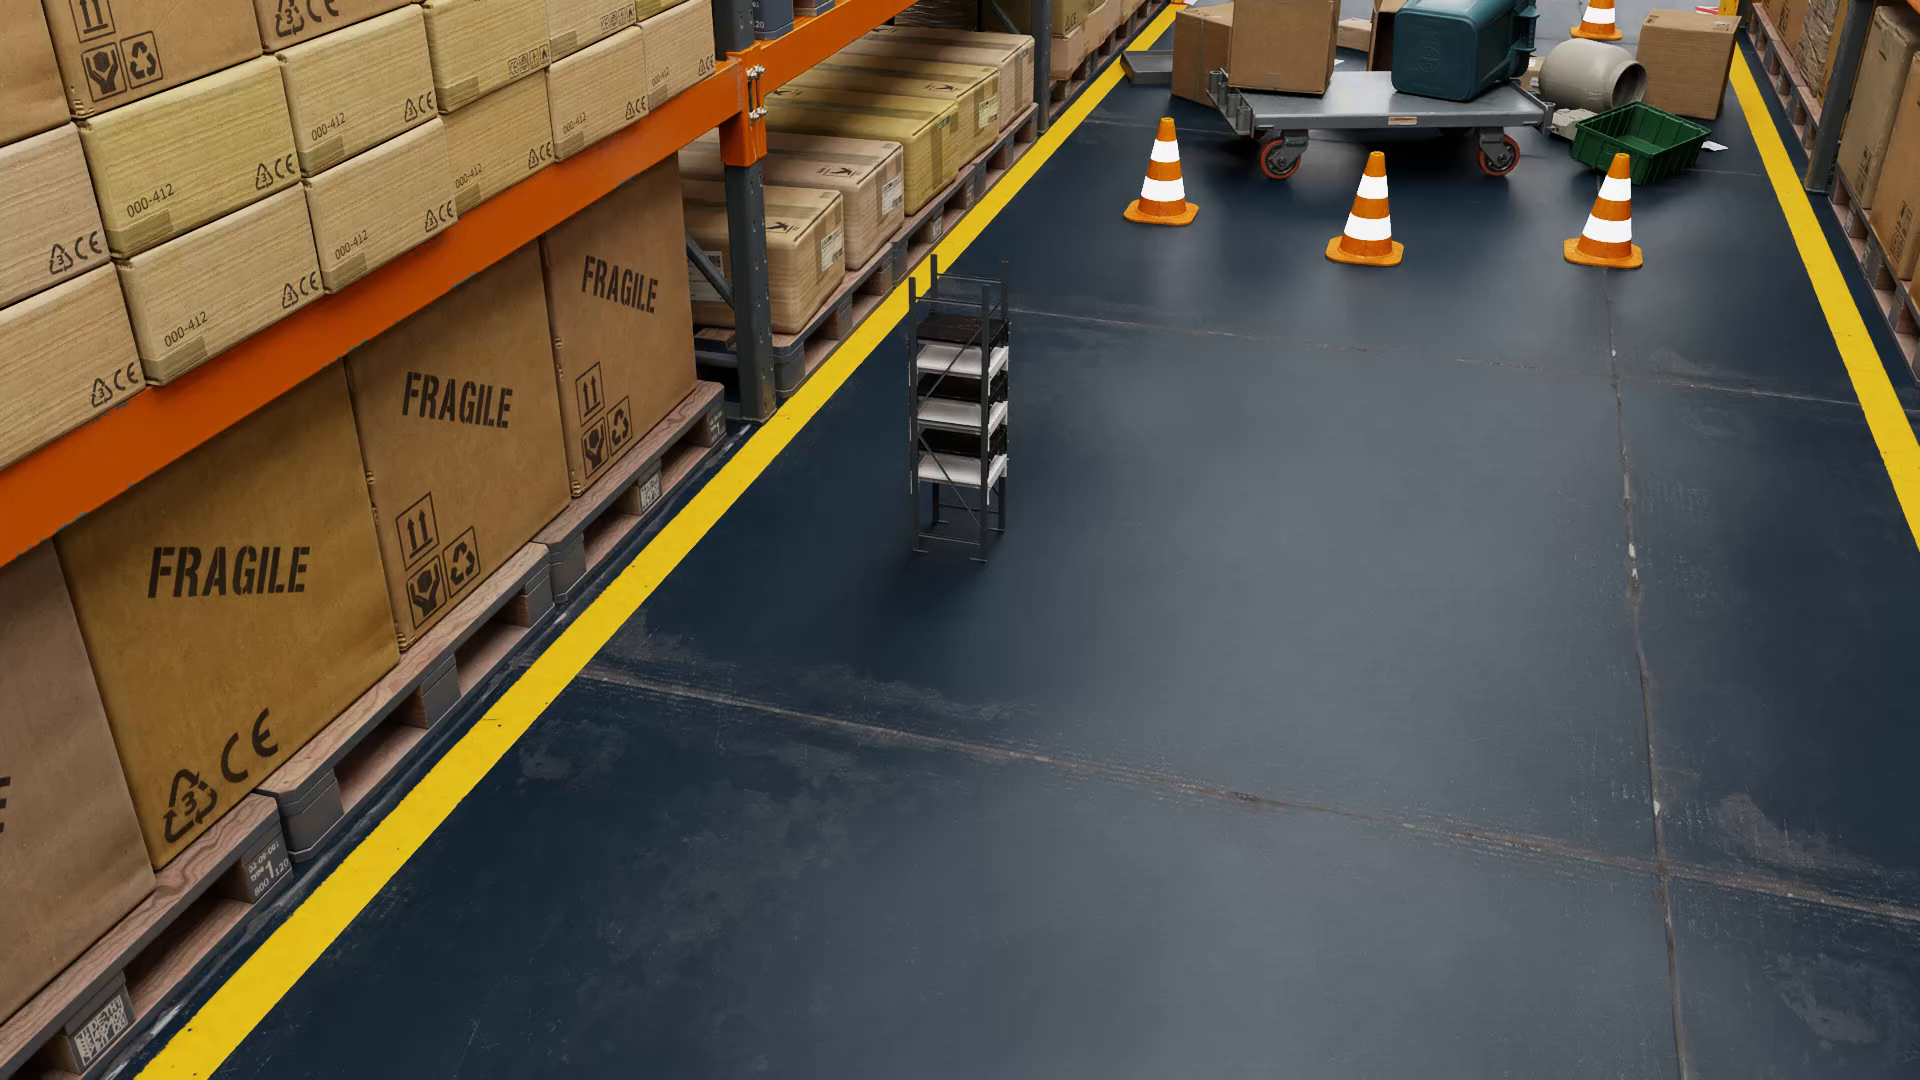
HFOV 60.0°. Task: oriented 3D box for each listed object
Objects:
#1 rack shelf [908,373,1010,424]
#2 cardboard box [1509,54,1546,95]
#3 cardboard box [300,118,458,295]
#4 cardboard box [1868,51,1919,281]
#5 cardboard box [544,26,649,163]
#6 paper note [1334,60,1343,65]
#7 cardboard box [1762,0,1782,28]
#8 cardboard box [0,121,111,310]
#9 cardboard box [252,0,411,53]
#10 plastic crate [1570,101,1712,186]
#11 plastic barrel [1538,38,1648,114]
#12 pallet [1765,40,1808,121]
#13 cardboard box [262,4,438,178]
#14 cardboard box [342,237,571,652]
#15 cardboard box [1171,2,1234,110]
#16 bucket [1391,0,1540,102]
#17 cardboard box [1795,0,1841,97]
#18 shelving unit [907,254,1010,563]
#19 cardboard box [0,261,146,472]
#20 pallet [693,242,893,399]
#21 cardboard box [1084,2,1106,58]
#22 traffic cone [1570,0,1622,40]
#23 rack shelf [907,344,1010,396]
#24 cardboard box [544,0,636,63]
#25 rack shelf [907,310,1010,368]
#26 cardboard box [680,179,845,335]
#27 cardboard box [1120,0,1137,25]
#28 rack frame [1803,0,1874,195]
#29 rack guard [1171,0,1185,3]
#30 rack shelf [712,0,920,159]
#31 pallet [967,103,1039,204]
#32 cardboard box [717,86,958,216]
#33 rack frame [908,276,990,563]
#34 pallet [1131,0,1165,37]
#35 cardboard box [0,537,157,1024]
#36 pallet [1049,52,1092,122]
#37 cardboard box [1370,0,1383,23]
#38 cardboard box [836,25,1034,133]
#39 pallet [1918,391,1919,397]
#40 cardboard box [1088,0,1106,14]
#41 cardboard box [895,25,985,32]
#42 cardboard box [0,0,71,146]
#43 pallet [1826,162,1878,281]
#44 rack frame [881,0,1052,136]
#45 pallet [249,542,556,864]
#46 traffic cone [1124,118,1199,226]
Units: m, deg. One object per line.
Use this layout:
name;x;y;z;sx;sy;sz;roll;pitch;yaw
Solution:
rack shelf;-0.002;-0.439;4.997;0.258;0.077;0.200;8;30;15
cardboard box;3.513;-2.888;10.168;0.396;0.266;0.258;14;32;23
cardboard box;-1.487;-0.772;3.706;0.500;0.250;0.500;8;30;14
cardboard box;4.387;-1.472;6.693;1.050;0.750;0.750;8;30;15
cardboard box;-1.201;-1.244;4.555;0.500;0.250;0.500;9;30;16
paper note;2.415;-3.140;10.875;0.148;0.019;0.142;20;35;32
cardboard box;5.808;-3.810;10.768;0.875;0.875;0.875;9;30;15
cardboard box;-1.815;-0.526;2.750;0.500;0.250;0.500;9;30;16
cardboard box;-1.518;-1.321;3.408;0.500;0.500;0.500;8;30;14
plastic crate;3.568;-2.085;8.746;0.662;0.188;0.450;-24;47;-37
plastic barrel;3.636;-2.641;9.563;0.421;0.421;0.512;-17;34;-28
pallet;5.424;-2.714;9.911;1.003;0.211;1.213;8;30;15
cardboard box;-1.495;-0.992;3.588;0.500;0.250;0.500;8;30;13
cardboard box;-1.714;-0.354;4.554;0.875;0.875;0.875;9;30;15
cardboard box;1.623;-2.893;9.934;0.500;0.500;0.500;-17;34;-28
bucket;2.606;-2.647;8.726;0.726;0.611;0.620;20;45;32
cardboard box;5.282;-2.978;9.271;0.875;0.875;0.875;9;30;15
shelving unit;-0.002;-0.389;5.024;0.258;0.900;0.210;8;30;15
cardboard box;-1.808;-0.305;2.866;0.500;0.250;0.500;8;30;14
pallet;-0.935;-0.966;6.769;1.003;0.211;1.213;8;30;15
cardboard box;0.585;-3.148;10.219;0.500;0.250;0.500;10;31;18
traffic cone;4.430;-3.727;11.474;0.336;0.463;0.334;8;30;15
rack shelf;-0.002;-0.518;4.953;0.258;0.077;0.200;8;30;15
cardboard box;-1.212;-1.474;4.455;0.500;0.250;0.500;8;30;14
rack shelf;-0.002;-0.596;4.909;0.258;0.077;0.200;8;30;15
cardboard box;-0.991;-1.118;6.445;0.950;0.372;0.625;6;30;11
cardboard box;0.894;-3.624;11.075;0.500;0.250;0.500;7;30;13
rack frame;4.770;-3.021;7.595;1.000;3.000;0.127;8;30;15
rack guard;1.160;-4.412;12.666;1.175;0.500;0.348;8;30;15
rack shelf;-0.579;-2.437;7.285;1.077;0.370;4.000;8;30;15
pallet;-0.219;-2.100;8.808;1.003;0.211;1.213;8;30;15
cardboard box;-0.554;-1.814;7.696;0.950;0.372;0.625;10;30;17
rack frame;-0.032;-0.342;4.940;0.240;0.900;0.006;8;30;15
pallet;0.887;-3.913;12.067;1.003;0.211;1.213;8;30;15
cardboard box;-2.235;0.483;3.050;0.875;0.875;0.875;9;30;16
pallet;0.171;-2.779;10.028;1.003;0.211;1.213;8;30;15
cardboard box;3.087;-3.271;10.612;0.797;0.503;0.637;-12;31;-20
cardboard box;-0.144;-2.472;8.878;0.950;0.372;0.625;9;30;16
pallet;3.899;-0.299;5.571;1.003;0.211;1.213;8;30;15
cardboard box;0.585;-3.476;10.038;0.500;0.500;0.500;10;31;17
cardboard box;-0.076;-2.975;9.910;0.500;0.250;0.500;10;31;17
cardboard box;-1.813;-0.847;2.556;0.500;0.500;0.500;8;30;15
pallet;4.615;-1.433;7.609;1.003;0.211;1.213;8;30;15
rack frame;0.008;-3.680;8.780;1.000;3.000;0.127;8;30;15
pallet;-1.830;0.318;4.462;1.003;0.211;1.213;8;30;15
traffic cone;0.982;-1.796;8.002;0.336;0.463;0.334;8;30;15
